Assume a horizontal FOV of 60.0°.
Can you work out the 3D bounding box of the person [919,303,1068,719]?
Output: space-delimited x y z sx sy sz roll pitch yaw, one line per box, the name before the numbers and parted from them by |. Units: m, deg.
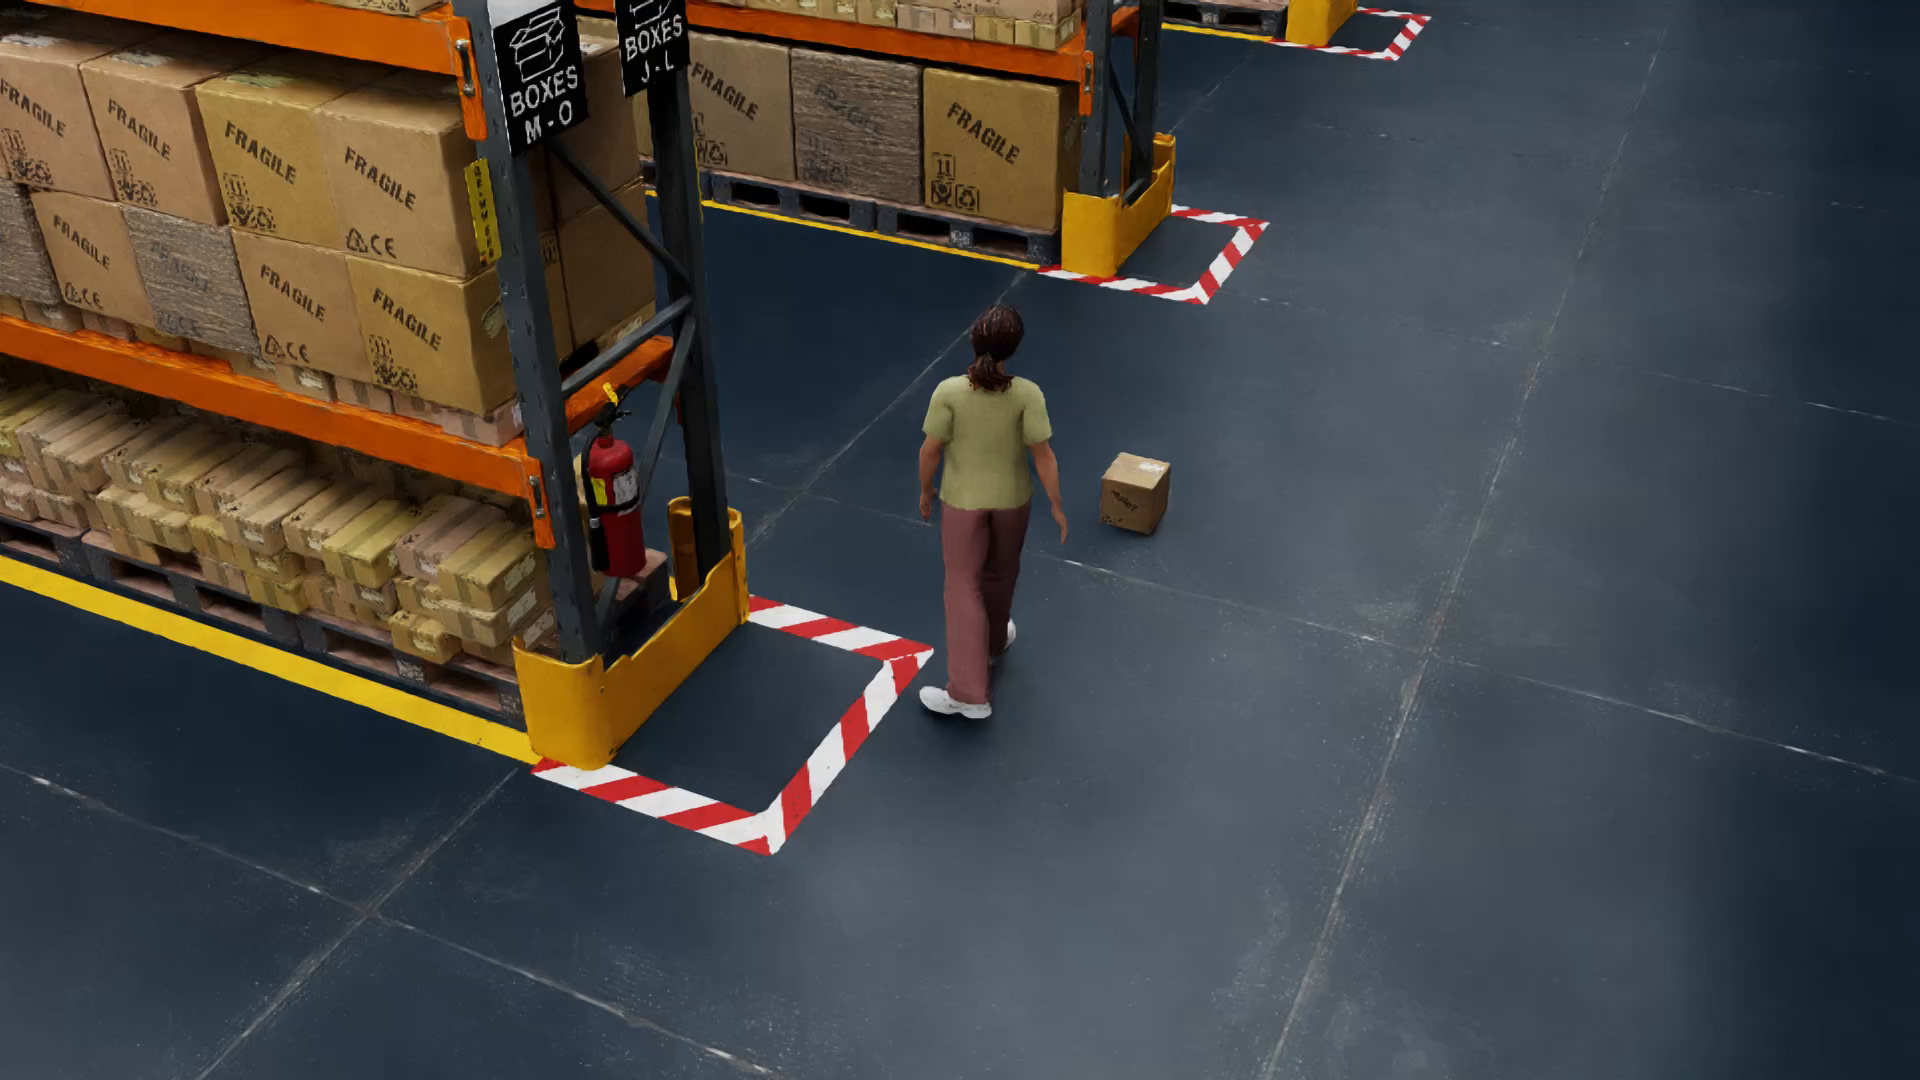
person | 0.113 -0.128 6.341 0.585 1.663 0.665 -3 34 -5
